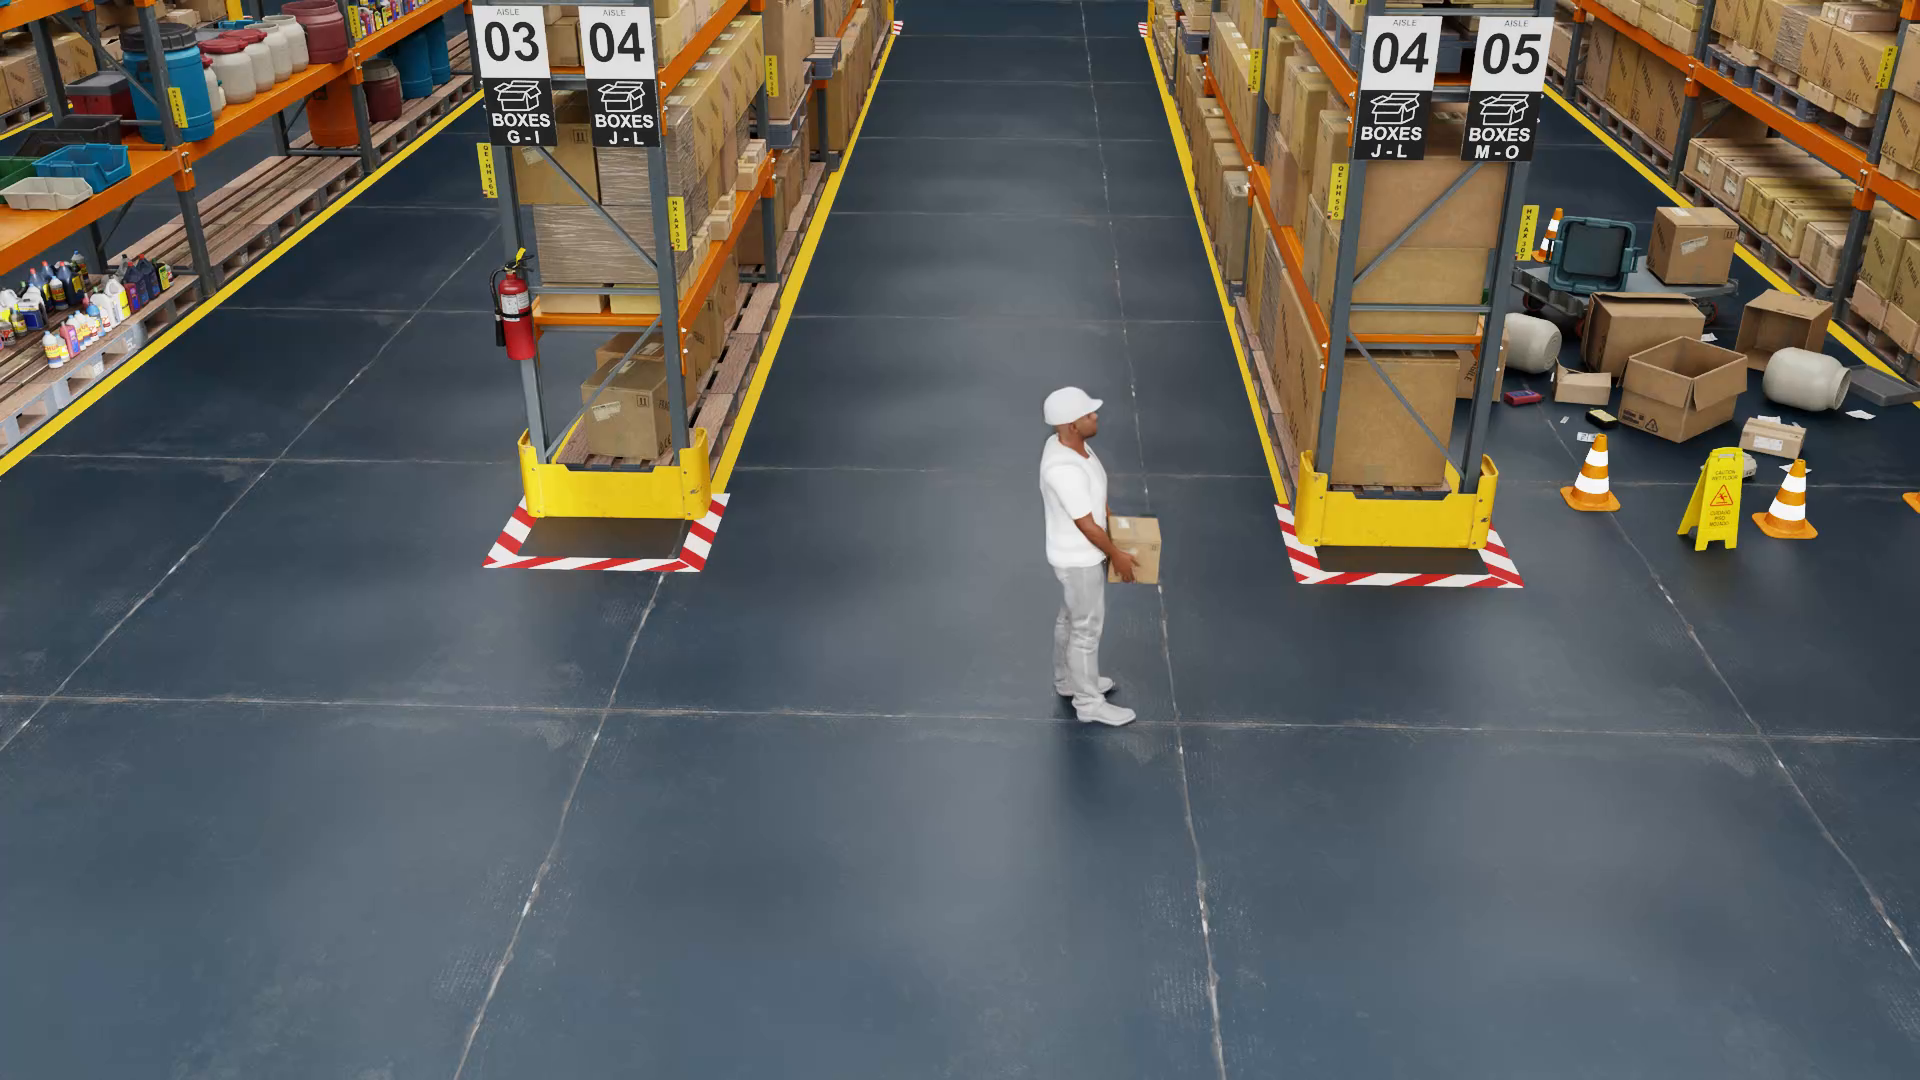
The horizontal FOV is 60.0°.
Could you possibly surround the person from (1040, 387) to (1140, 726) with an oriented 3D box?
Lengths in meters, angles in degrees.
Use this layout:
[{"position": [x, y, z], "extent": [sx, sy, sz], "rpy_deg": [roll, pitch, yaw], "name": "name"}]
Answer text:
[{"position": [0.662, 0.058, 8.476], "extent": [0.529, 1.772, 0.564], "rpy_deg": [1, 28, 2], "name": "person"}]
